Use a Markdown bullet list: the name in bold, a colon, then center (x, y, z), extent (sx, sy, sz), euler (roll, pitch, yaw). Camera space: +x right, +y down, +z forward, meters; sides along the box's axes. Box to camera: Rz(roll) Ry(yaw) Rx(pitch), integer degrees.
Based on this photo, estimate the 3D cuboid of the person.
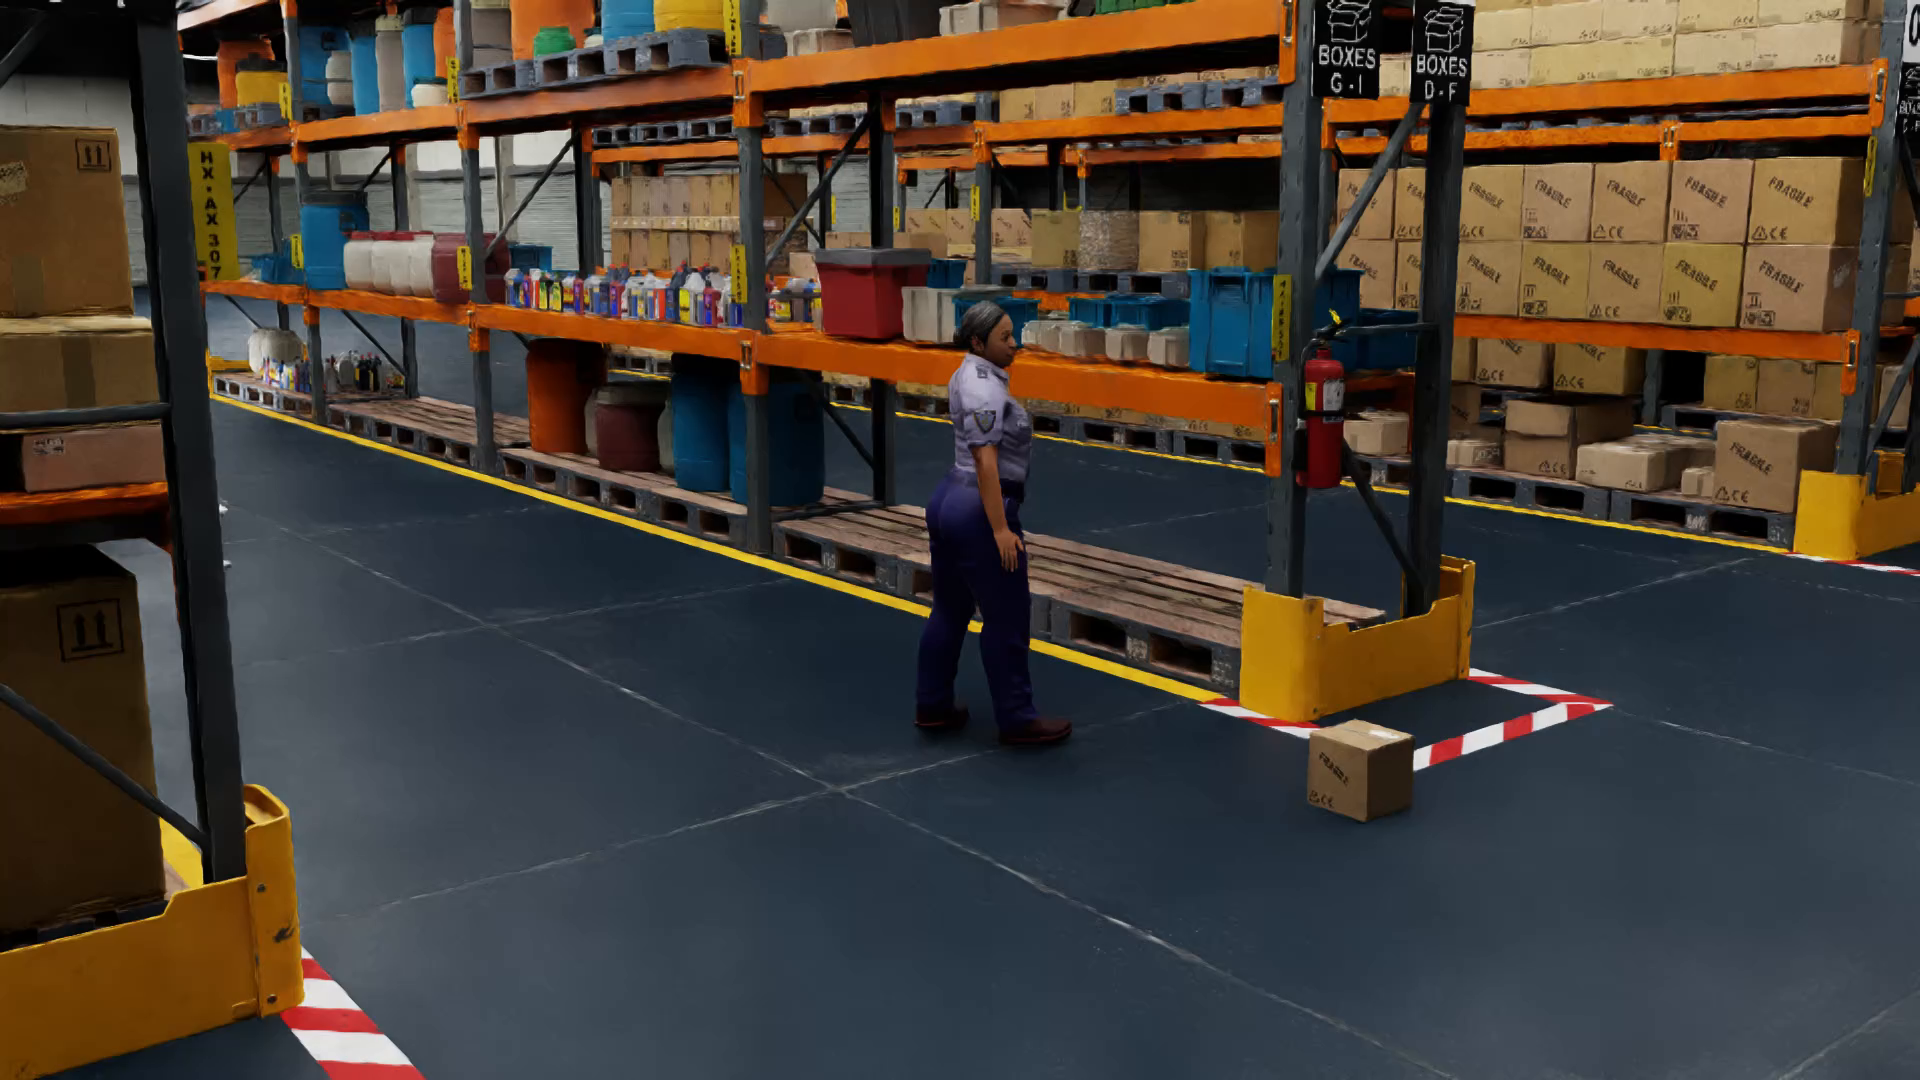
- **person**: center (0.127, -0.057, 6.196), extent (0.557, 1.630, 0.599), euler (-3, 11, -15)
